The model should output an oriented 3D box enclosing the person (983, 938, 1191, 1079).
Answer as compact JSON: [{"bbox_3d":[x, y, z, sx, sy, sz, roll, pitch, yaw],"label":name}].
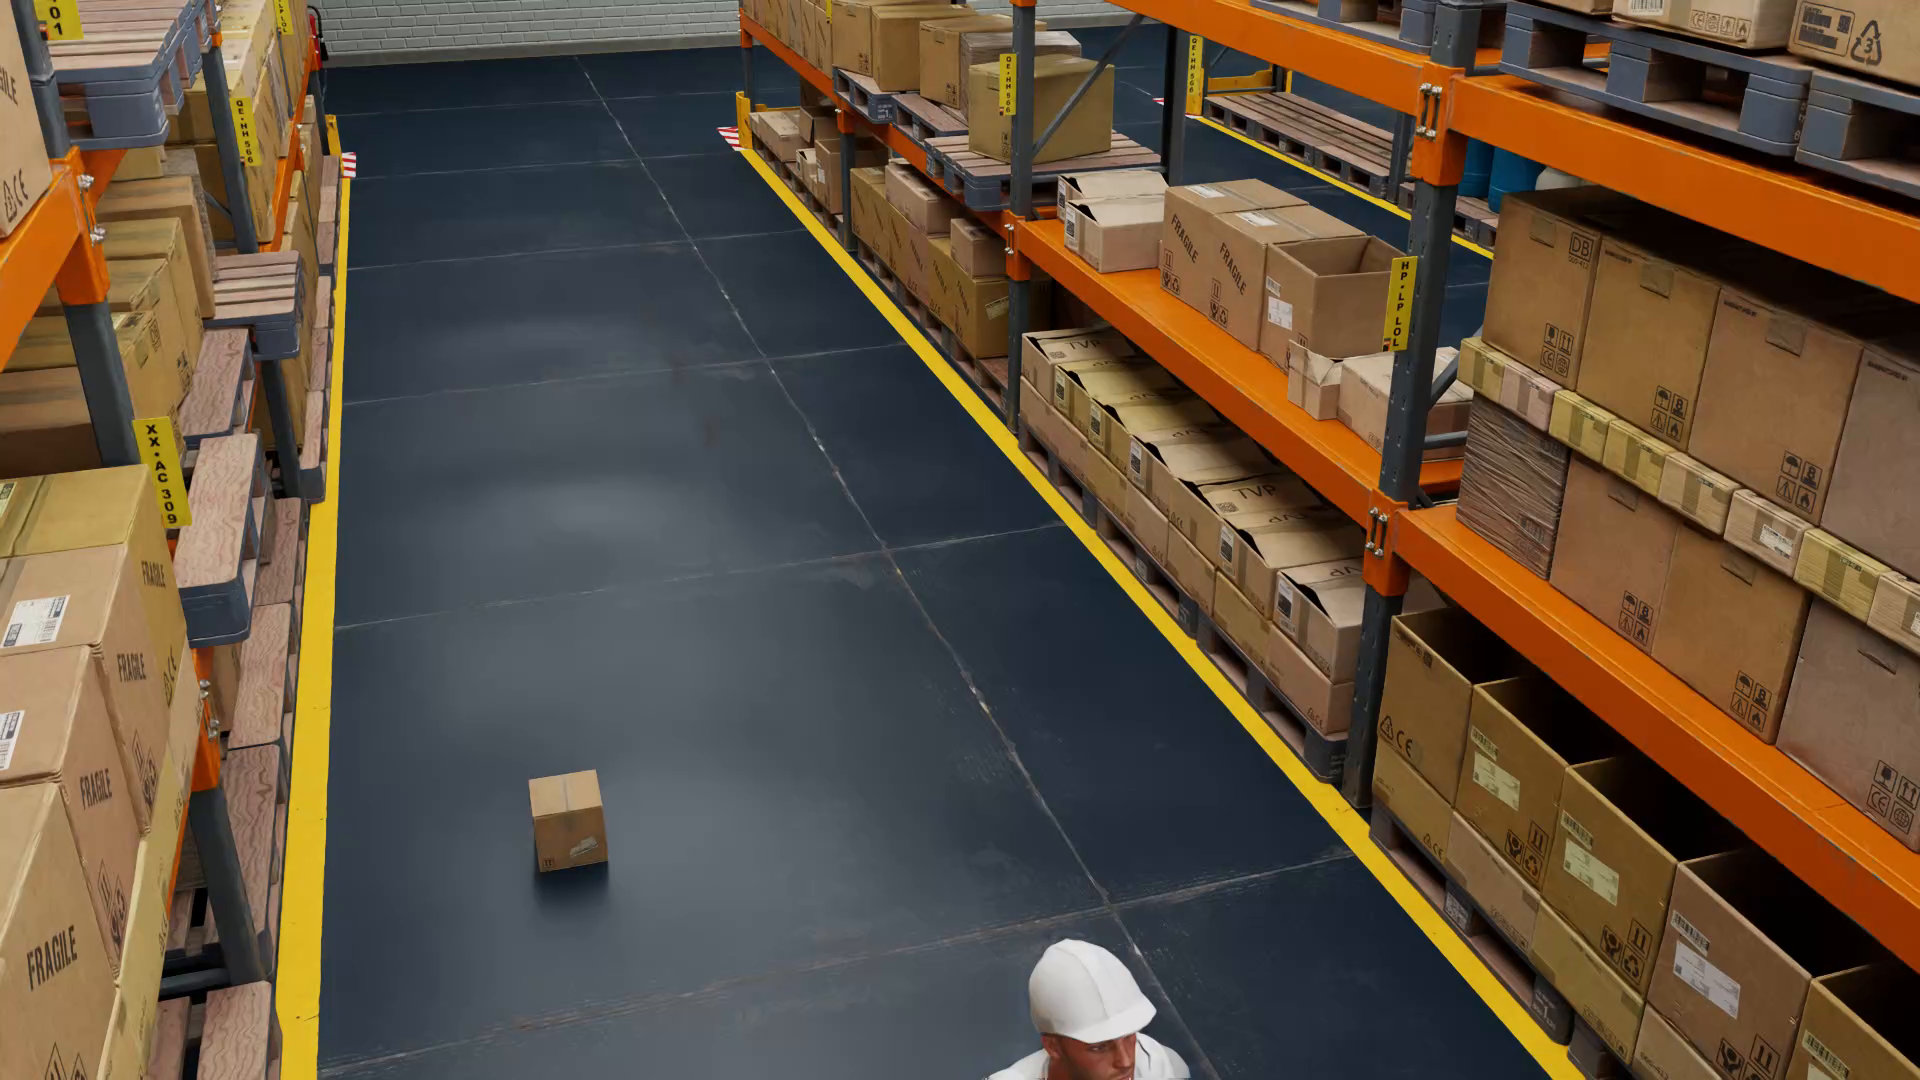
[{"bbox_3d":[0.266,1.585,3.348,0.534,1.742,1.027,-9,27,-18],"label":"person"}]
